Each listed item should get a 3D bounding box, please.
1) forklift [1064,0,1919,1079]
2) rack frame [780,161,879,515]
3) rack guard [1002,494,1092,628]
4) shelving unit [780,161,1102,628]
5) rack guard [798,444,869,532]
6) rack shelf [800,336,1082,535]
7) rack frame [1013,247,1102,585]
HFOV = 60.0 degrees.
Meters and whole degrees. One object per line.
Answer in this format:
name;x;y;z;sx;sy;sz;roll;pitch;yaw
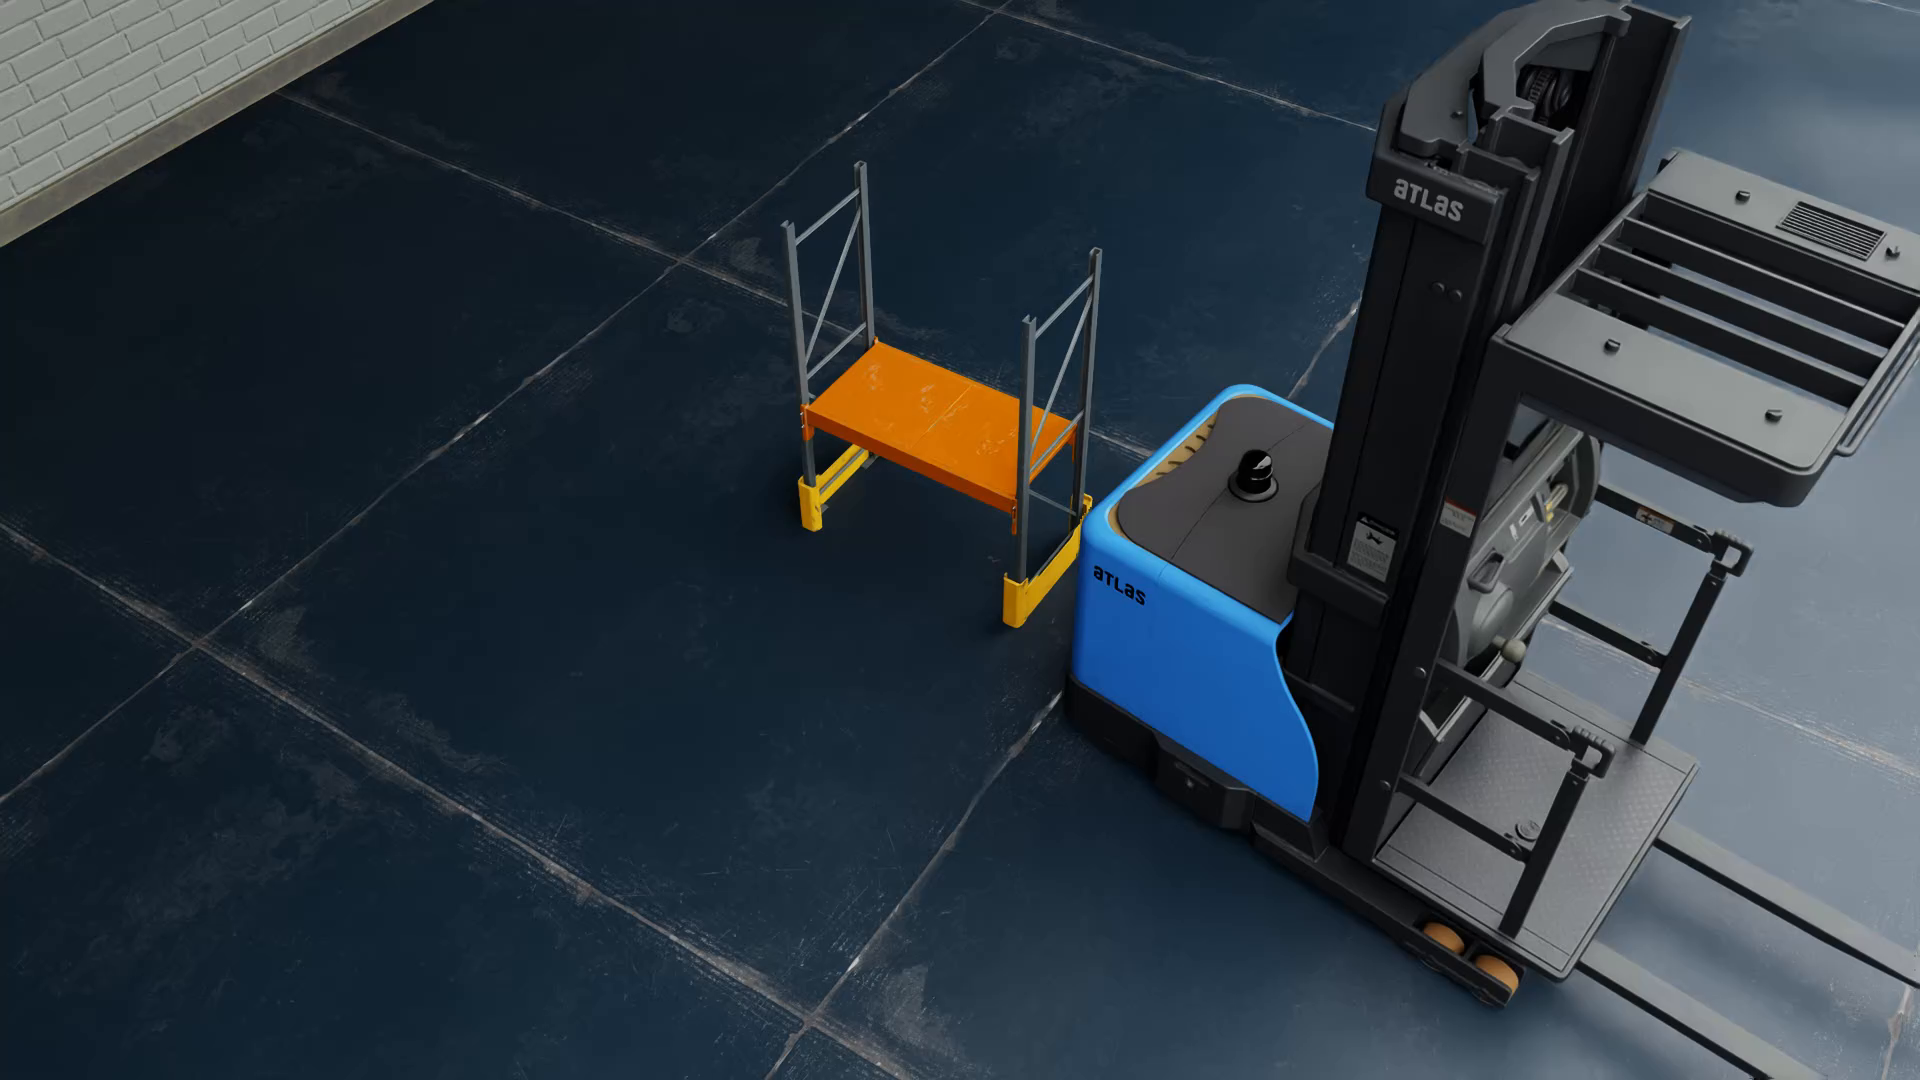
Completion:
forklift;1.847;0.074;4.856;3.031;2.935;1.130;31;53;26
rack frame;-0.500;-0.753;6.657;0.032;1.500;0.500;25;51;22
rack guard;0.355;0.076;6.724;0.087;0.250;0.587;25;51;22
shelving unit;-0.064;-0.552;6.463;1.083;1.500;0.587;25;51;22
rack guard;-0.483;-0.309;7.098;0.087;0.250;0.587;25;51;22
rack shelf;-0.072;-0.430;6.595;1.000;0.185;0.538;25;51;22
rack frame;0.356;-0.359;6.275;0.032;1.500;0.500;25;51;22
